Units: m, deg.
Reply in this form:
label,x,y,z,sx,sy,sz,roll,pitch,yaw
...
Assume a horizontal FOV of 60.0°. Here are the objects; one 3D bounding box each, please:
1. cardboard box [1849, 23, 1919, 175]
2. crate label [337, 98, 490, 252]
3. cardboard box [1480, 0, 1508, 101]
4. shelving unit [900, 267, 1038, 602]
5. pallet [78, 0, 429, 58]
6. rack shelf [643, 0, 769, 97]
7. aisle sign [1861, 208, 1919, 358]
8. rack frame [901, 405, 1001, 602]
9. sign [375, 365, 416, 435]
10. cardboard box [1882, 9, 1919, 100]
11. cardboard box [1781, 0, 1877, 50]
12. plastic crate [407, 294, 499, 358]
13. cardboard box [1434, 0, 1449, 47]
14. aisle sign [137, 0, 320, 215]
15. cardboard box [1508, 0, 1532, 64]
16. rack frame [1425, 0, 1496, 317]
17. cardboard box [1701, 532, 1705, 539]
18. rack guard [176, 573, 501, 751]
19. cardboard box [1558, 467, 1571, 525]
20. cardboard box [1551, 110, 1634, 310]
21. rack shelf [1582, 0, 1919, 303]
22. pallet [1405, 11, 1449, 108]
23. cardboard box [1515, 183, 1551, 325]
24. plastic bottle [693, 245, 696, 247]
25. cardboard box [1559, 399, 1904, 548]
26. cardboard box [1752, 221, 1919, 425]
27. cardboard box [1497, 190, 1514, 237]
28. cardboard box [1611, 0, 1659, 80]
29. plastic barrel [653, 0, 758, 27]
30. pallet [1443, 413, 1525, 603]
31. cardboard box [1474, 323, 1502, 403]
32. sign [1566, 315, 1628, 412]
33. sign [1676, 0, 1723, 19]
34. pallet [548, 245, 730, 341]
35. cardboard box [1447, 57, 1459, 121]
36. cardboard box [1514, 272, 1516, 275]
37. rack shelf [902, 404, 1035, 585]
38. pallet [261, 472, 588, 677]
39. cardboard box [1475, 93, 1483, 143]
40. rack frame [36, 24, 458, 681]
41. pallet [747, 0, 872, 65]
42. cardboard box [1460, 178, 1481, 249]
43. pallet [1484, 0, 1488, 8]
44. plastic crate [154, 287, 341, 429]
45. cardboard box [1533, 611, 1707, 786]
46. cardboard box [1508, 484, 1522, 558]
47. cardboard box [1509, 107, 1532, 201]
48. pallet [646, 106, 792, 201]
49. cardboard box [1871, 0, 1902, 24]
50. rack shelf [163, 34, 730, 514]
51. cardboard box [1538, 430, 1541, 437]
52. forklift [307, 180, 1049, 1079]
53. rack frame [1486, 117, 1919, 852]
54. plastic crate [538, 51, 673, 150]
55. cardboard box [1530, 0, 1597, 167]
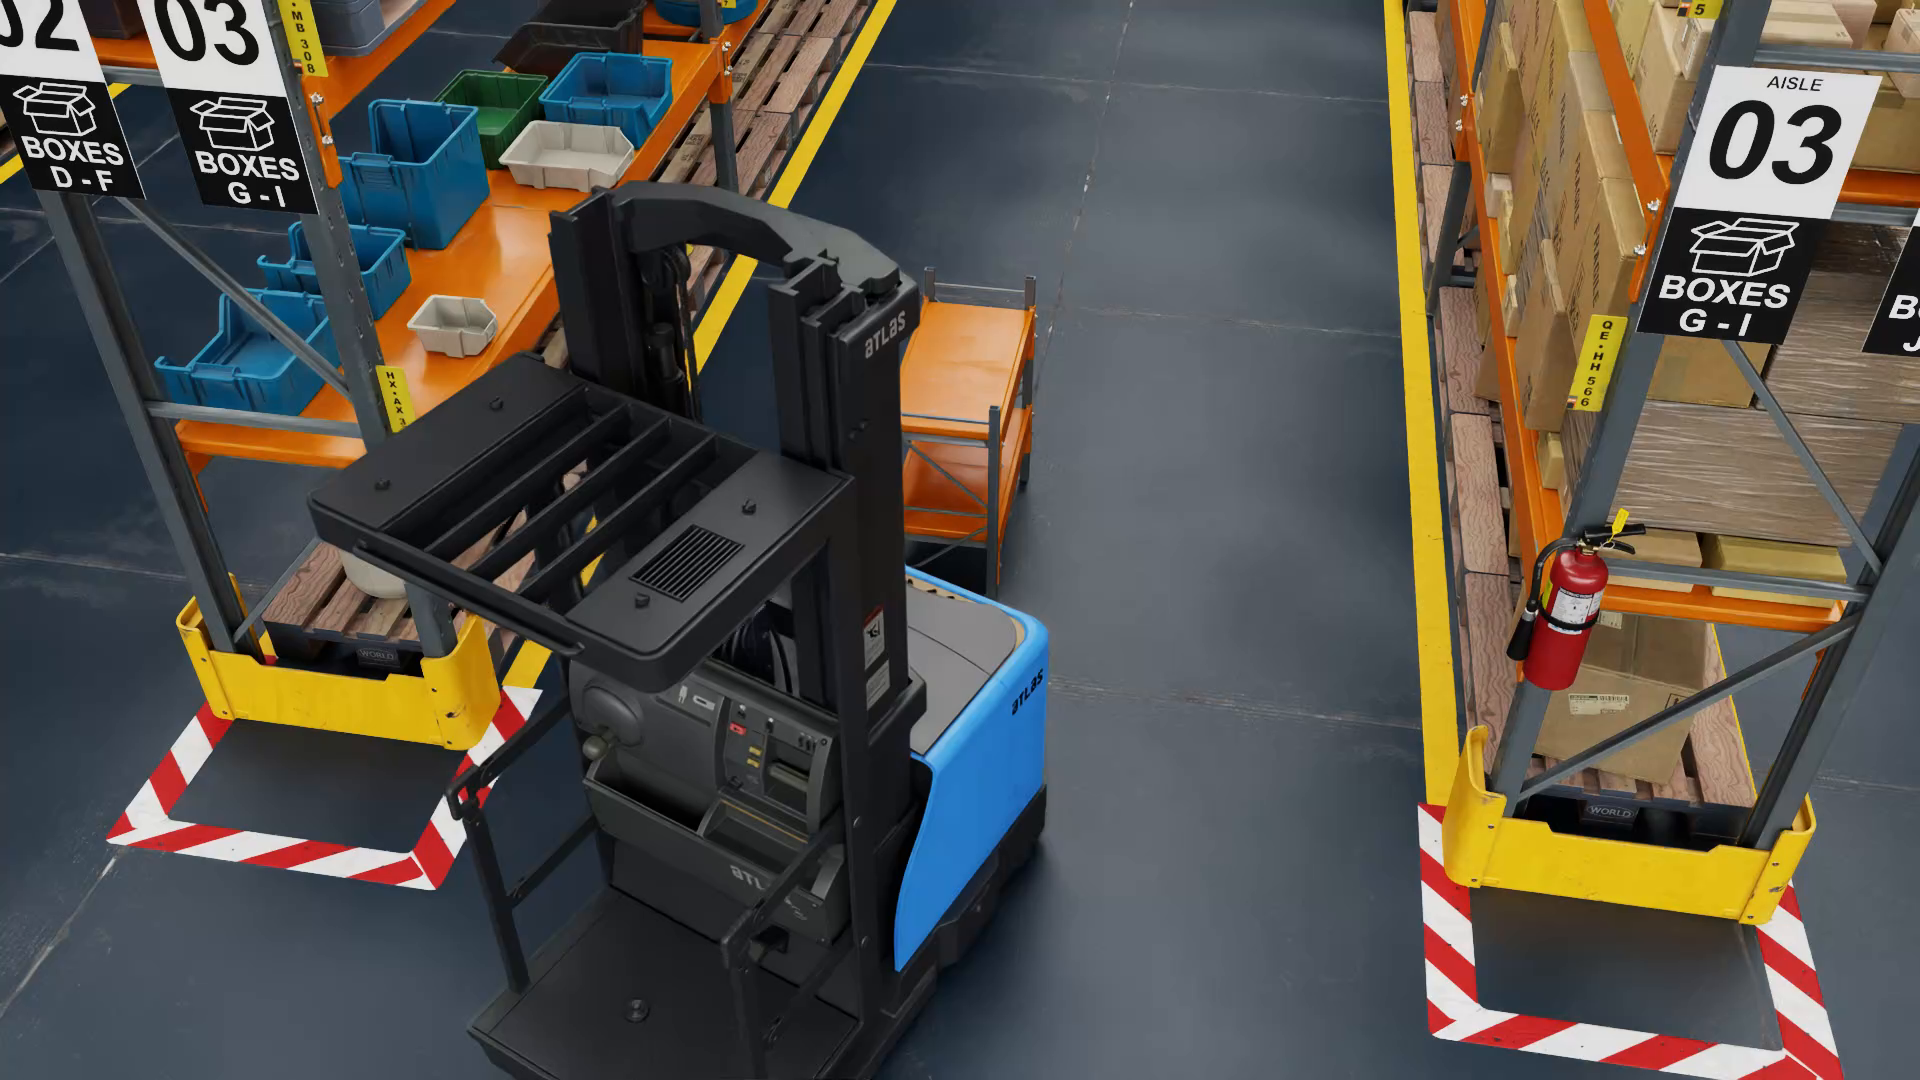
label,x,y,z,sx,sy,sz,roll,pitch,yaw
cardboard box,2.741,-1.244,4.665,0.500,0.250,0.500,8,40,9
crate label,-2.423,-1.617,7.324,0.502,0.435,0.616,6,40,8
cardboard box,2.956,-2.260,7.818,0.875,0.500,0.500,6,40,8
shelving unit,0.001,-0.438,7.397,0.538,1.125,1.048,6,40,8
pallet,-2.236,-2.010,5.621,1.003,0.211,1.213,6,40,8
rack shelf,-1.437,-3.907,10.686,1.077,0.370,4.000,6,40,8
aisle sign,2.687,-0.802,4.326,0.394,0.787,0.004,6,40,8
rack frame,-0.087,-0.119,7.011,0.500,1.125,0.032,6,40,8
sign,-1.934,-0.462,5.737,0.100,0.325,0.005,6,40,8
cardboard box,2.678,-1.271,4.384,0.380,0.149,0.250,6,40,7
cardboard box,2.304,-1.483,4.641,0.380,0.149,0.250,5,40,6
plastic crate,-2.004,-0.843,6.622,0.298,0.136,0.250,6,40,8
cardboard box,3.691,-3.676,11.459,0.700,0.500,0.500,4,40,5
aisle sign,-2.199,-1.343,4.980,0.394,0.787,0.004,6,40,8
cardboard box,2.682,-2.353,7.145,0.500,0.500,0.500,6,40,8
rack frame,3.095,-2.383,8.278,1.000,3.000,0.127,6,40,8
cardboard box,2.749,-0.083,5.693,0.380,0.149,0.250,6,40,8
rack guard,-2.509,0.492,6.762,1.175,0.500,0.348,6,40,8
cardboard box,2.293,-0.134,5.755,0.380,0.149,0.250,6,40,8
cardboard box,2.335,-1.098,5.627,0.500,0.500,0.500,6,40,8
rack shelf,2.749,-2.006,6.033,1.077,0.370,4.000,6,40,8
pallet,3.650,-3.328,11.609,1.003,0.211,1.213,6,40,8
cardboard box,2.622,-1.004,6.298,0.875,0.500,0.500,6,40,8
plastic bottle,-1.539,-1.758,9.373,0.097,0.201,0.097,0,40,0
cardboard box,2.525,-0.367,5.529,0.875,0.500,0.500,6,40,8
cardboard box,2.766,-0.726,5.177,0.500,0.500,0.500,6,40,8
cardboard box,2.569,-1.397,7.282,0.380,0.149,0.250,6,40,8
cardboard box,2.319,-1.615,5.113,0.500,0.250,0.500,7,40,8
plastic barrel,-1.418,-3.331,9.031,0.600,0.901,0.708,6,40,8
pallet,2.805,-0.115,7.723,1.003,0.211,1.213,6,40,8
cardboard box,2.895,-0.974,8.206,0.500,0.500,0.500,19,43,21
sign,1.860,-0.514,4.861,0.100,0.325,0.005,6,40,8
sign,1.860,-1.443,4.093,0.100,0.325,0.005,6,40,8
pallet,-1.941,-1.437,9.322,1.003,0.211,1.213,6,40,8
cardboard box,3.516,-2.970,10.605,0.700,0.500,0.500,10,41,11
cardboard box,2.516,-1.079,6.898,0.380,0.149,0.250,6,40,8
rack shelf,0.001,-0.249,7.553,0.538,0.278,1.000,6,40,8
pallet,-2.363,0.094,7.470,1.003,0.211,1.213,6,40,8
cardboard box,2.705,-2.028,8.047,0.380,0.149,0.250,6,40,8
rack frame,-2.476,-0.418,5.902,1.000,3.000,0.127,6,40,8
pallet,-1.263,-3.882,12.280,1.003,0.211,1.213,6,40,8
cardboard box,3.222,-1.972,9.397,0.700,0.500,0.500,4,40,4
pallet,3.370,-2.772,8.899,1.003,0.211,1.213,6,40,8
plastic crate,-2.684,-0.708,6.369,0.499,0.251,0.616,6,40,8
cardboard box,2.527,0.539,6.376,0.500,0.500,0.500,14,41,16
cardboard box,2.724,-0.230,7.307,0.500,0.500,0.500,10,41,12
cardboard box,2.848,-1.625,7.050,0.875,0.500,0.500,6,40,8
pallet,-1.686,-2.351,10.428,1.003,0.211,1.213,6,40,8
cardboard box,2.741,-1.596,4.777,0.380,0.149,0.250,6,40,7
rack shelf,-2.129,-1.396,7.649,1.077,0.370,4.000,6,40,8
cardboard box,2.344,-0.452,6.139,0.380,0.149,0.250,6,40,8
forklift,-0.875,0.623,4.696,1.130,2.935,3.031,21,44,24
rack frame,2.403,0.128,5.241,1.000,3.000,0.127,6,40,8
plastic crate,-1.707,-2.147,8.109,0.499,0.251,0.616,6,40,8
cardboard box,2.519,-1.724,6.384,0.500,0.500,0.500,6,40,8
